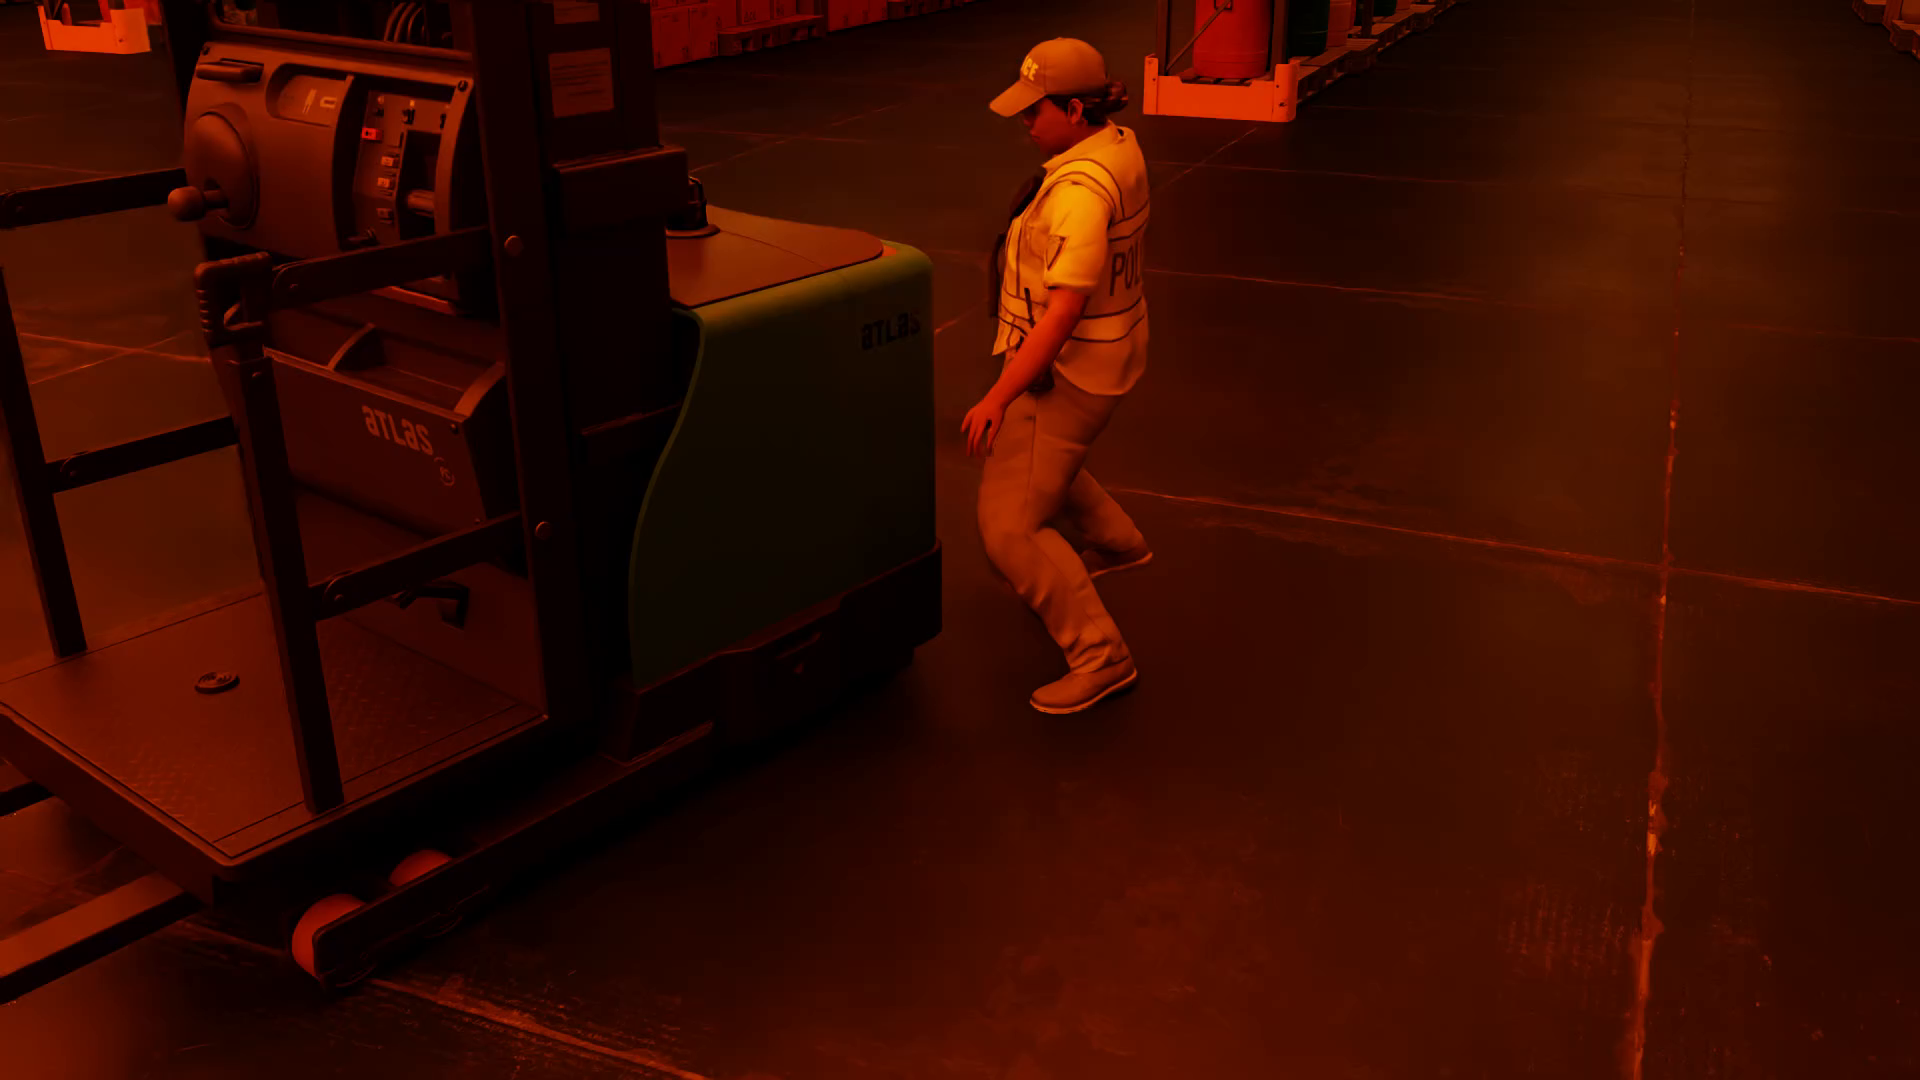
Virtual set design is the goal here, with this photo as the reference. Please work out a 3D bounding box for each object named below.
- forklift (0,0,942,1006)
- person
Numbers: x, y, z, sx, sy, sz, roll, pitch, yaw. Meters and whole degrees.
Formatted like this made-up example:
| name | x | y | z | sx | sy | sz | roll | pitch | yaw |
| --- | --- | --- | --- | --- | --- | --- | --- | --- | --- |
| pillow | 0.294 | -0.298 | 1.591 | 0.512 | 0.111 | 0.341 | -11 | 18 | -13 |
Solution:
| name | x | y | z | sx | sy | sz | roll | pitch | yaw |
| --- | --- | --- | --- | --- | --- | --- | --- | --- | --- |
| forklift | -1.365 | -0.738 | 3.058 | 1.130 | 2.935 | 3.031 | 17 | 28 | 36 |
| person | 0.262 | -0.449 | 4.166 | 0.544 | 1.575 | 0.850 | 8 | 24 | 19 |
